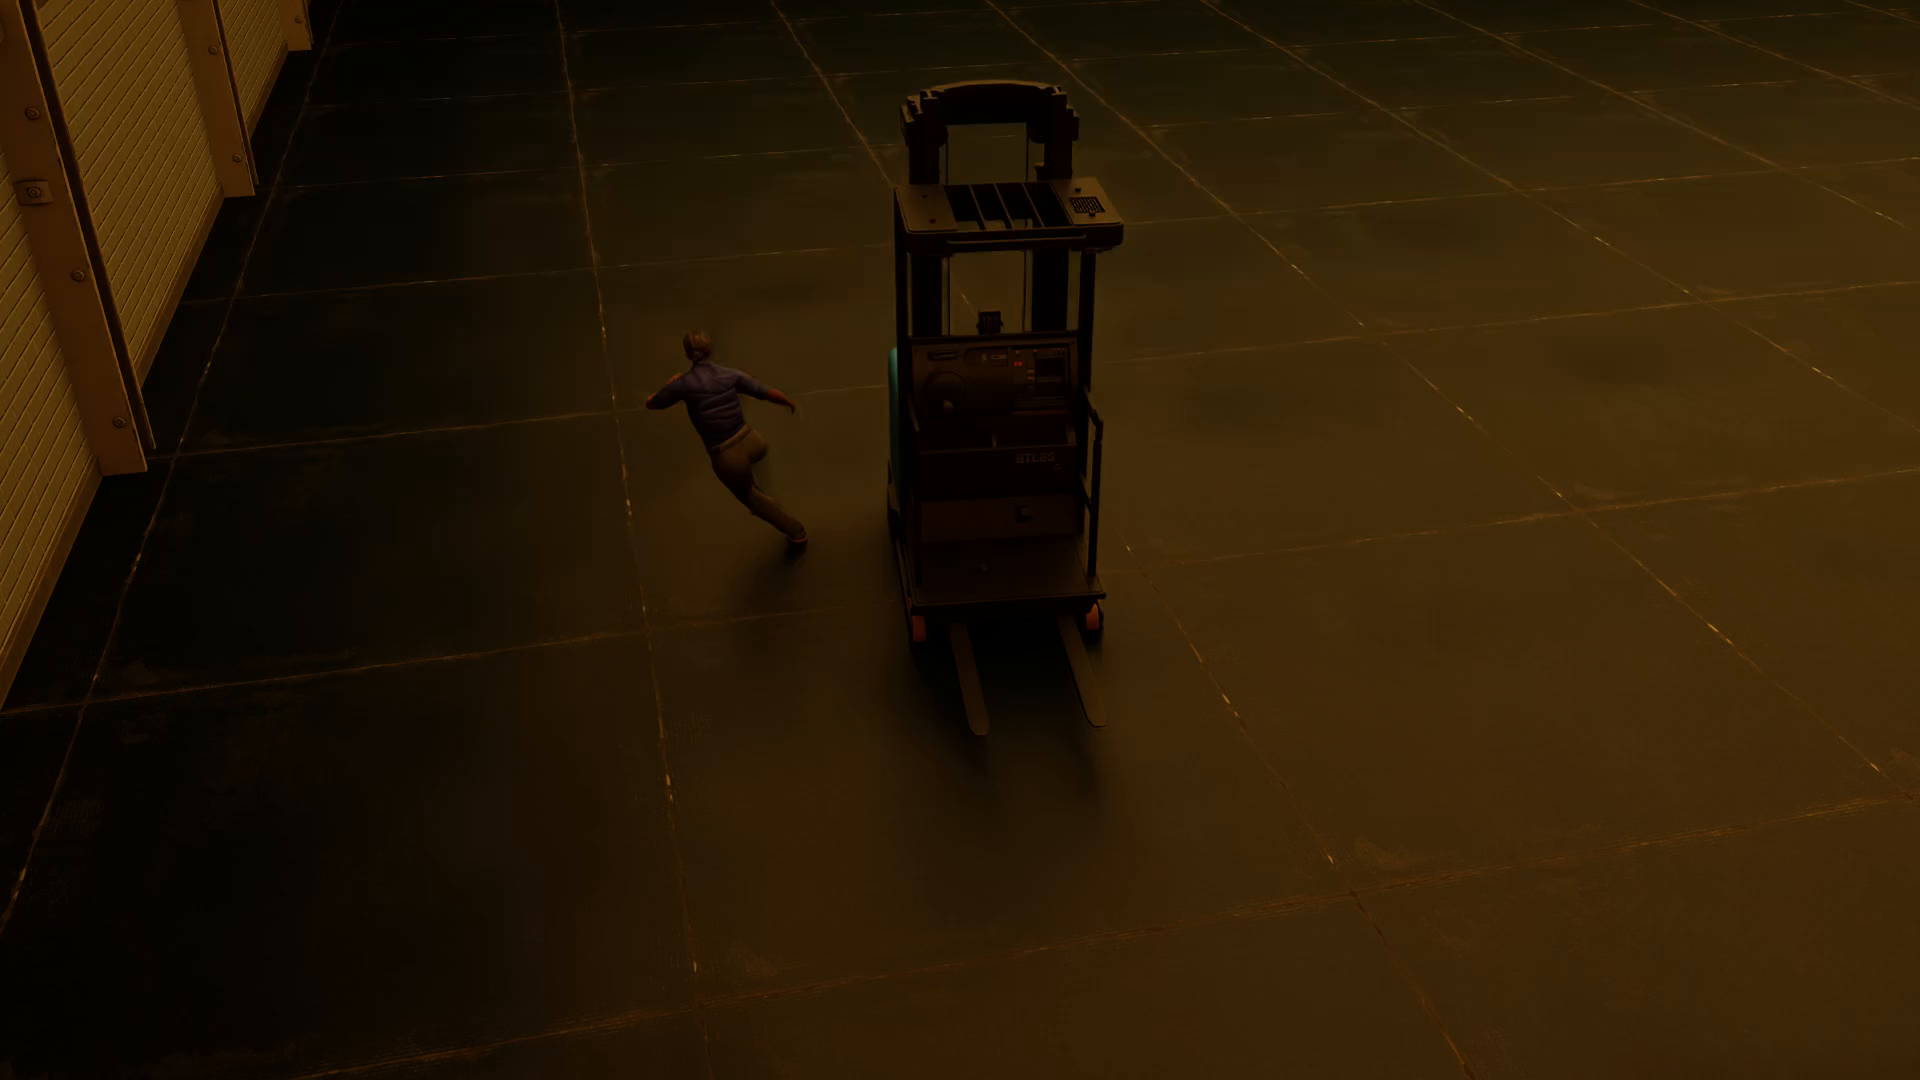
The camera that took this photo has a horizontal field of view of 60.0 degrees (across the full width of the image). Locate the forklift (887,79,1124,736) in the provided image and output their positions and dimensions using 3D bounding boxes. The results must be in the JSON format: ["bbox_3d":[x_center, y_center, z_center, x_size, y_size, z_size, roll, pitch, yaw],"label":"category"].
[{"bbox_3d":[0.224,-0.866,9.070,1.130,2.935,3.031,-4,30,-6],"label":"forklift"}]

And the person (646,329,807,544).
[{"bbox_3d":[-1.401,-0.637,10.149,0.899,1.421,0.840,-20,35,-30],"label":"person"}]
